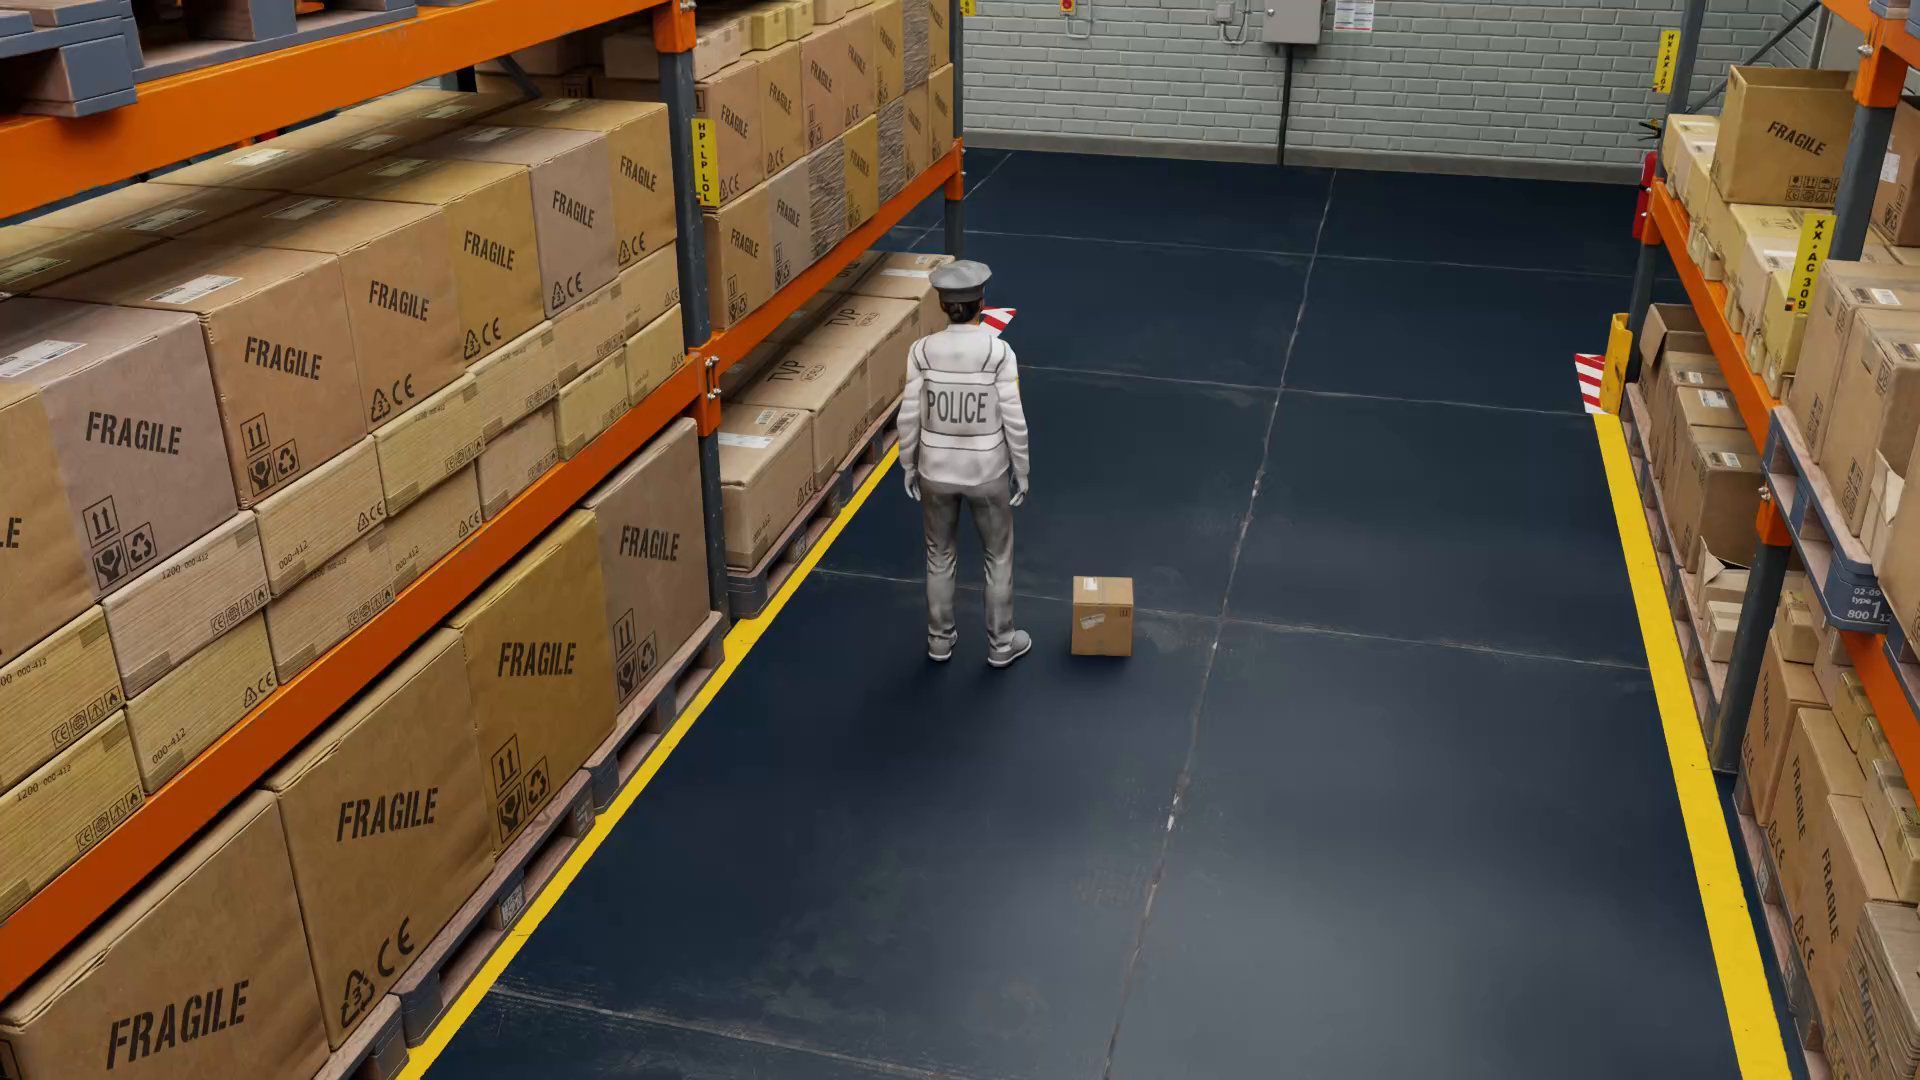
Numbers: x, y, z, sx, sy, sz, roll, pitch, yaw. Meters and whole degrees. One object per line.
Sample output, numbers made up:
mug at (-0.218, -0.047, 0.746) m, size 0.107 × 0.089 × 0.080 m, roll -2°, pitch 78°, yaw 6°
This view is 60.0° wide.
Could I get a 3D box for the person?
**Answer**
person at (0.023, -0.277, 6.688) m, size 0.535 × 1.662 × 0.344 m, roll 5°, pitch 26°, yaw 10°
